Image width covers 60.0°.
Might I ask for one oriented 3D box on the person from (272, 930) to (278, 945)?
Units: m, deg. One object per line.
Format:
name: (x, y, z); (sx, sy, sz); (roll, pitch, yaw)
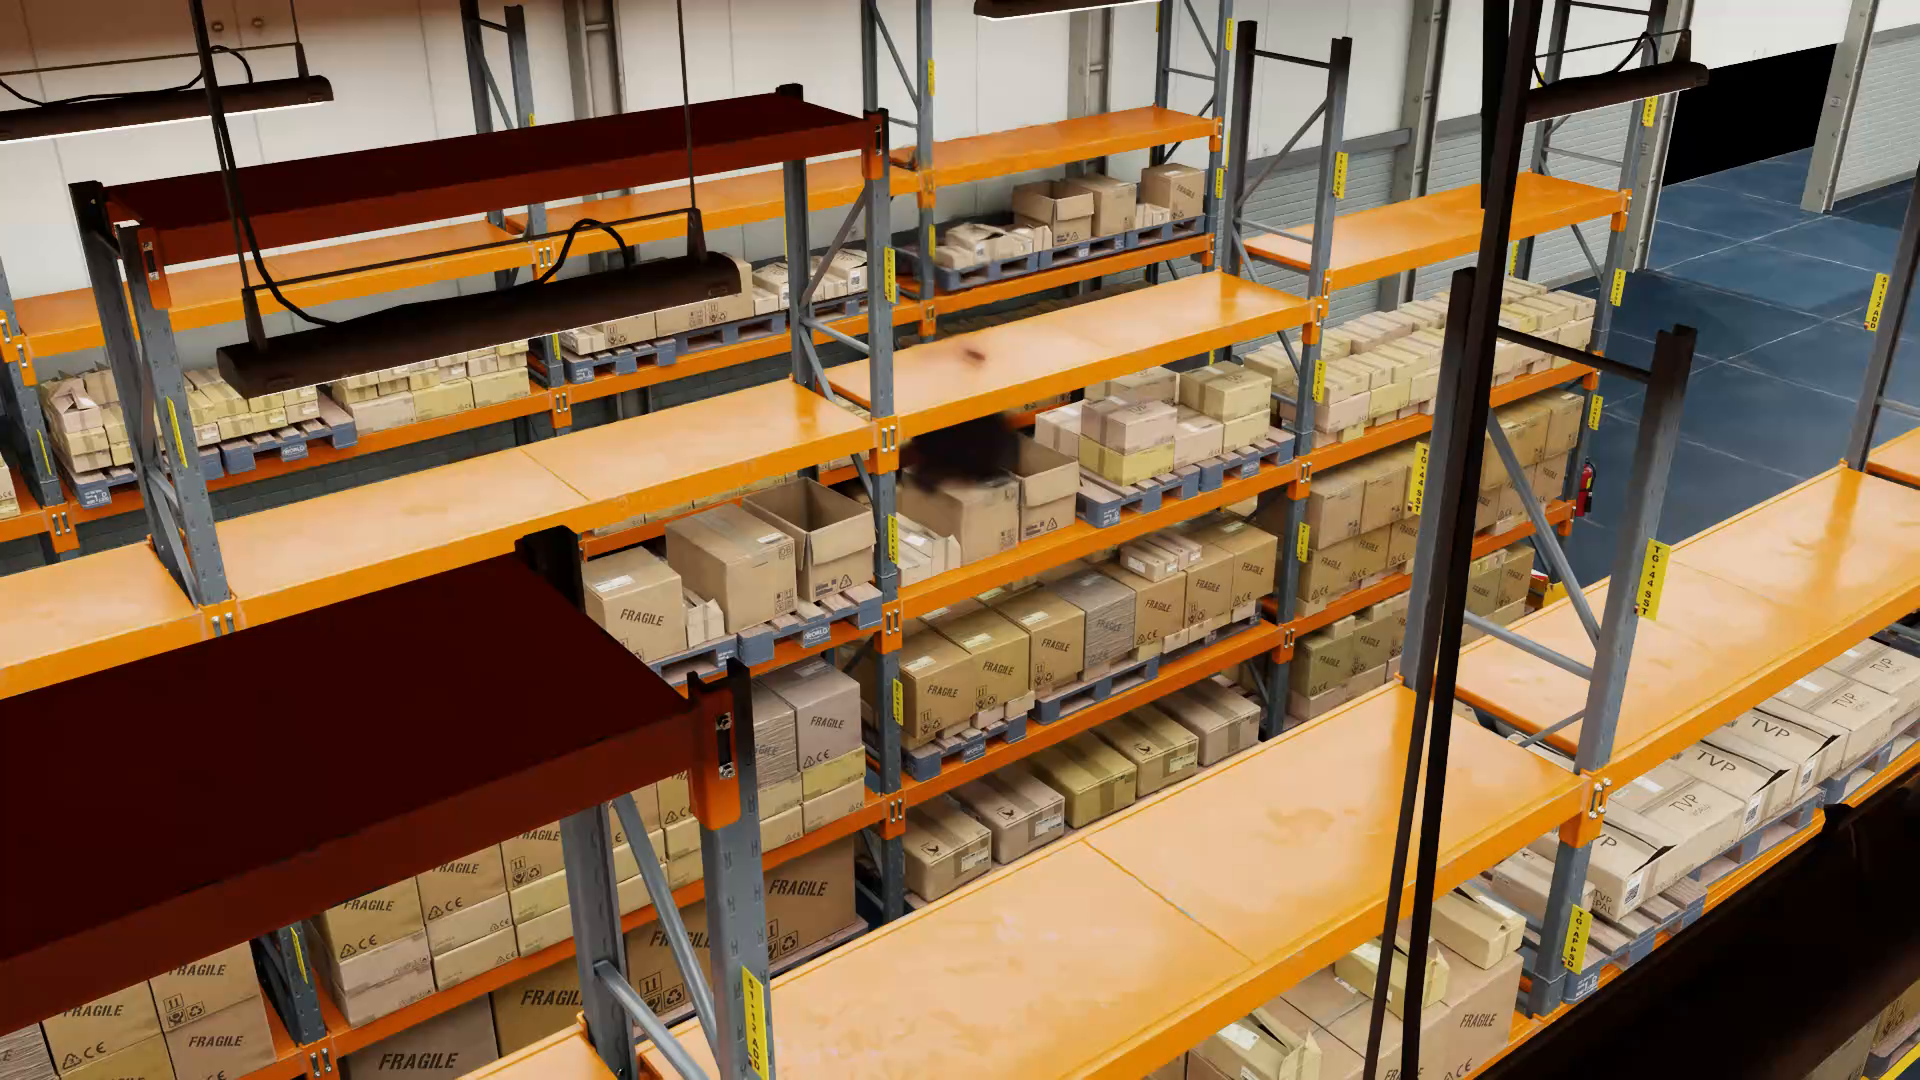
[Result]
person: (-4.840, 2.399, 11.120); (1.046, 1.787, 0.691); (-22, 34, -37)
